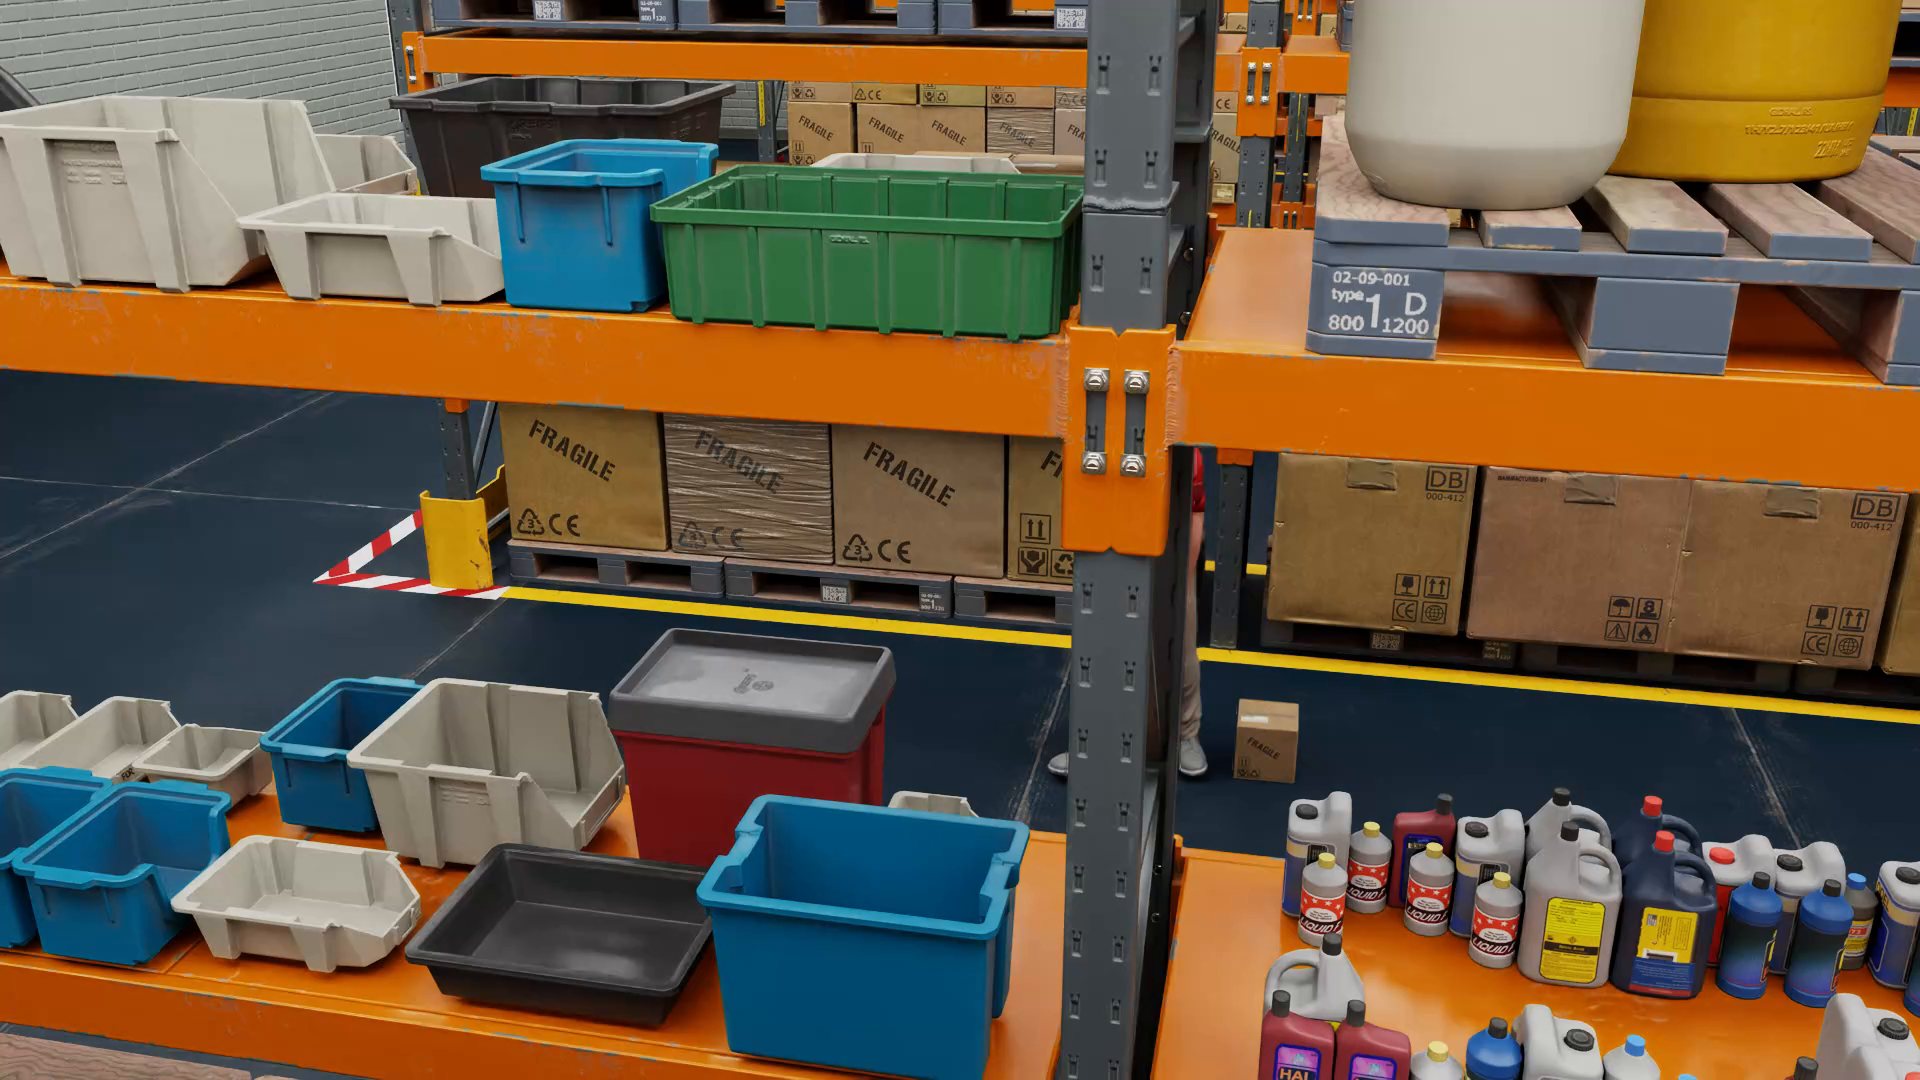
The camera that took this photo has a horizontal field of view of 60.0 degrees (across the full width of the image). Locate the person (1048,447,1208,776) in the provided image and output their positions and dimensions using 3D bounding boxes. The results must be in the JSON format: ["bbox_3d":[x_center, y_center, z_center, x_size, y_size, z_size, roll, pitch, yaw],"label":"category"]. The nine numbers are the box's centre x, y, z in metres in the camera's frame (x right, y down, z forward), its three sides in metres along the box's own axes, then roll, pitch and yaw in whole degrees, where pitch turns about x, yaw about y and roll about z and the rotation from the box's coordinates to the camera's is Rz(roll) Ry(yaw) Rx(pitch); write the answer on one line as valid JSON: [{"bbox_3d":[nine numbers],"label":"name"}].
[{"bbox_3d":[0.717,0.147,6.699,0.601,1.716,0.627,18,28,38],"label":"person"}]
